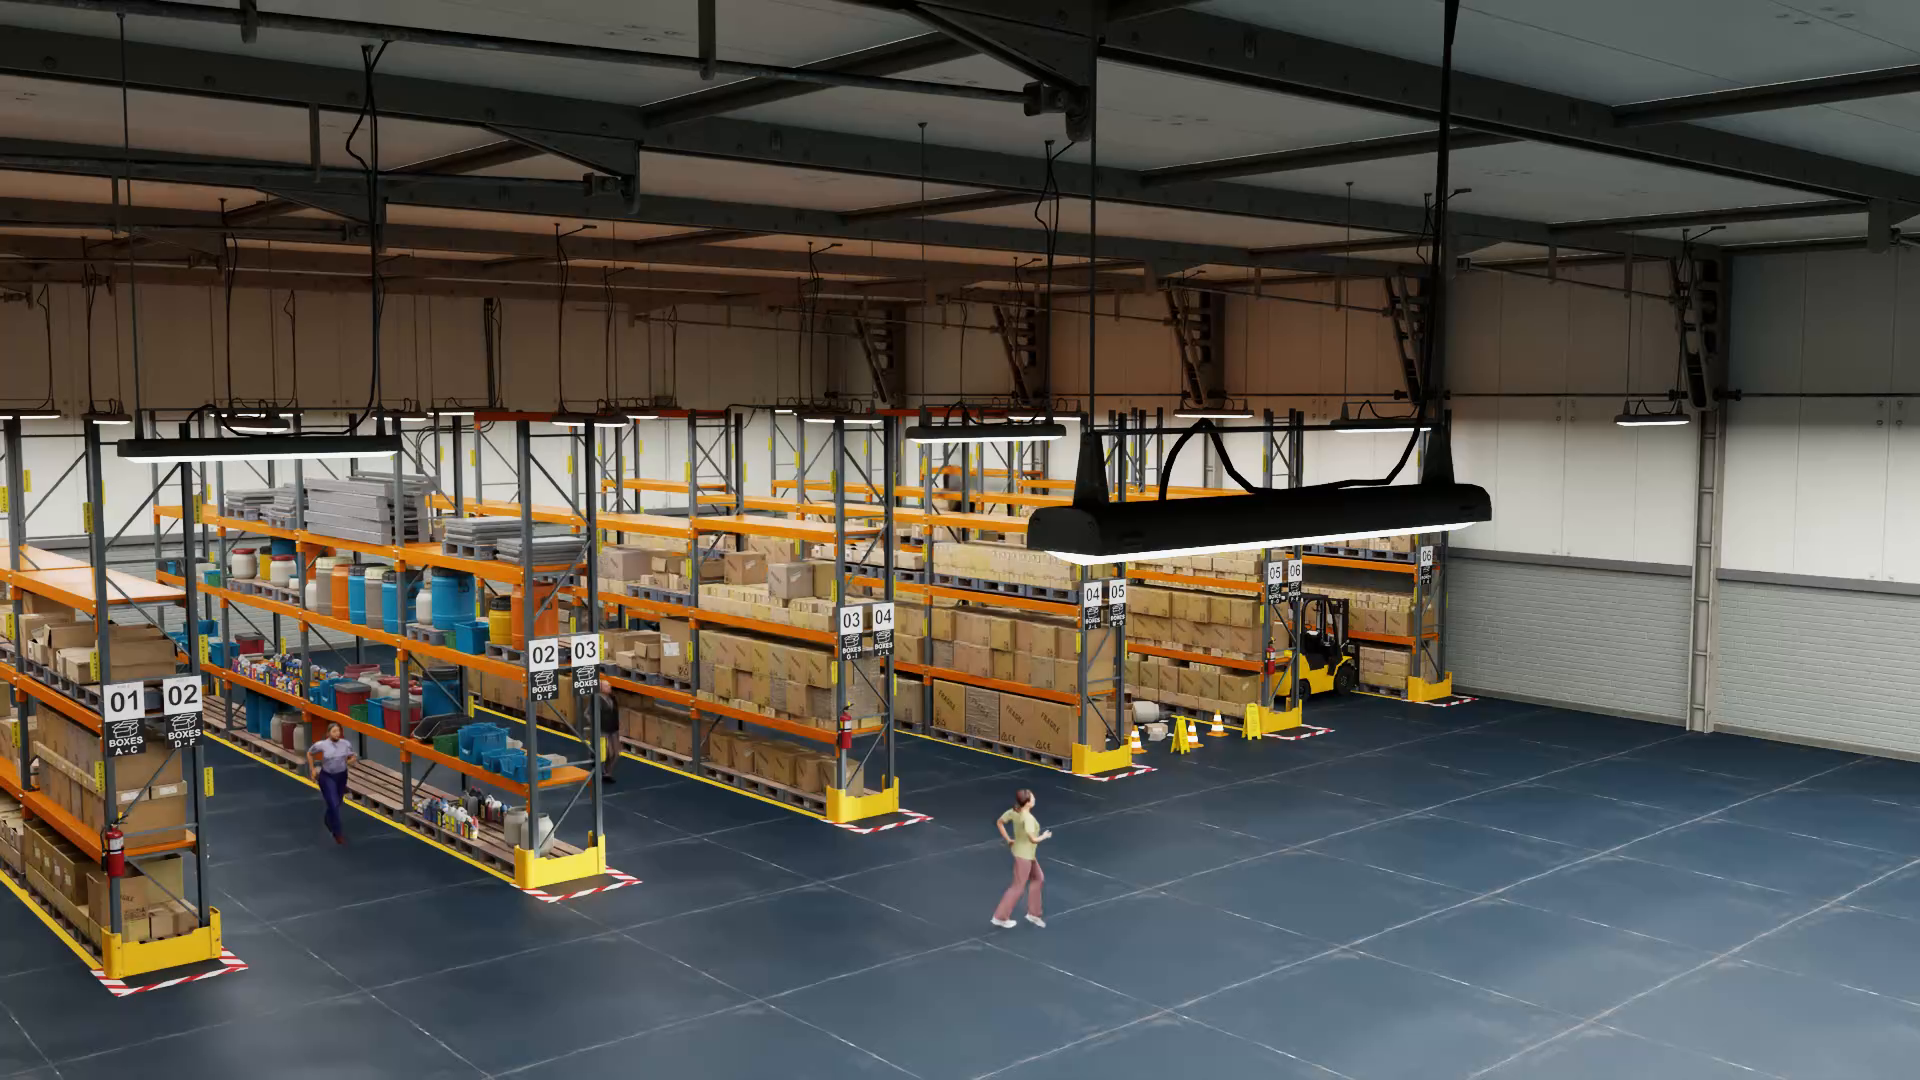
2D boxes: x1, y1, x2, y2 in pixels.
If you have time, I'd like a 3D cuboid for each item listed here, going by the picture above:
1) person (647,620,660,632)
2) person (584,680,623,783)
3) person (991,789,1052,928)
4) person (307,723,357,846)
[{"bbox_3d":[-7.703,1.858,42.128,0.550,1.581,0.526,-5,7,-44],"label":"person"},{"bbox_3d":[-5.774,3.124,27.120,0.581,1.679,0.662,4,7,41],"label":"person"},{"bbox_3d":[0.724,3.778,19.555,0.741,1.716,0.539,-1,5,-15],"label":"person"},{"bbox_3d":[-8.902,3.427,23.624,0.855,1.694,0.580,5,7,42],"label":"person"}]
